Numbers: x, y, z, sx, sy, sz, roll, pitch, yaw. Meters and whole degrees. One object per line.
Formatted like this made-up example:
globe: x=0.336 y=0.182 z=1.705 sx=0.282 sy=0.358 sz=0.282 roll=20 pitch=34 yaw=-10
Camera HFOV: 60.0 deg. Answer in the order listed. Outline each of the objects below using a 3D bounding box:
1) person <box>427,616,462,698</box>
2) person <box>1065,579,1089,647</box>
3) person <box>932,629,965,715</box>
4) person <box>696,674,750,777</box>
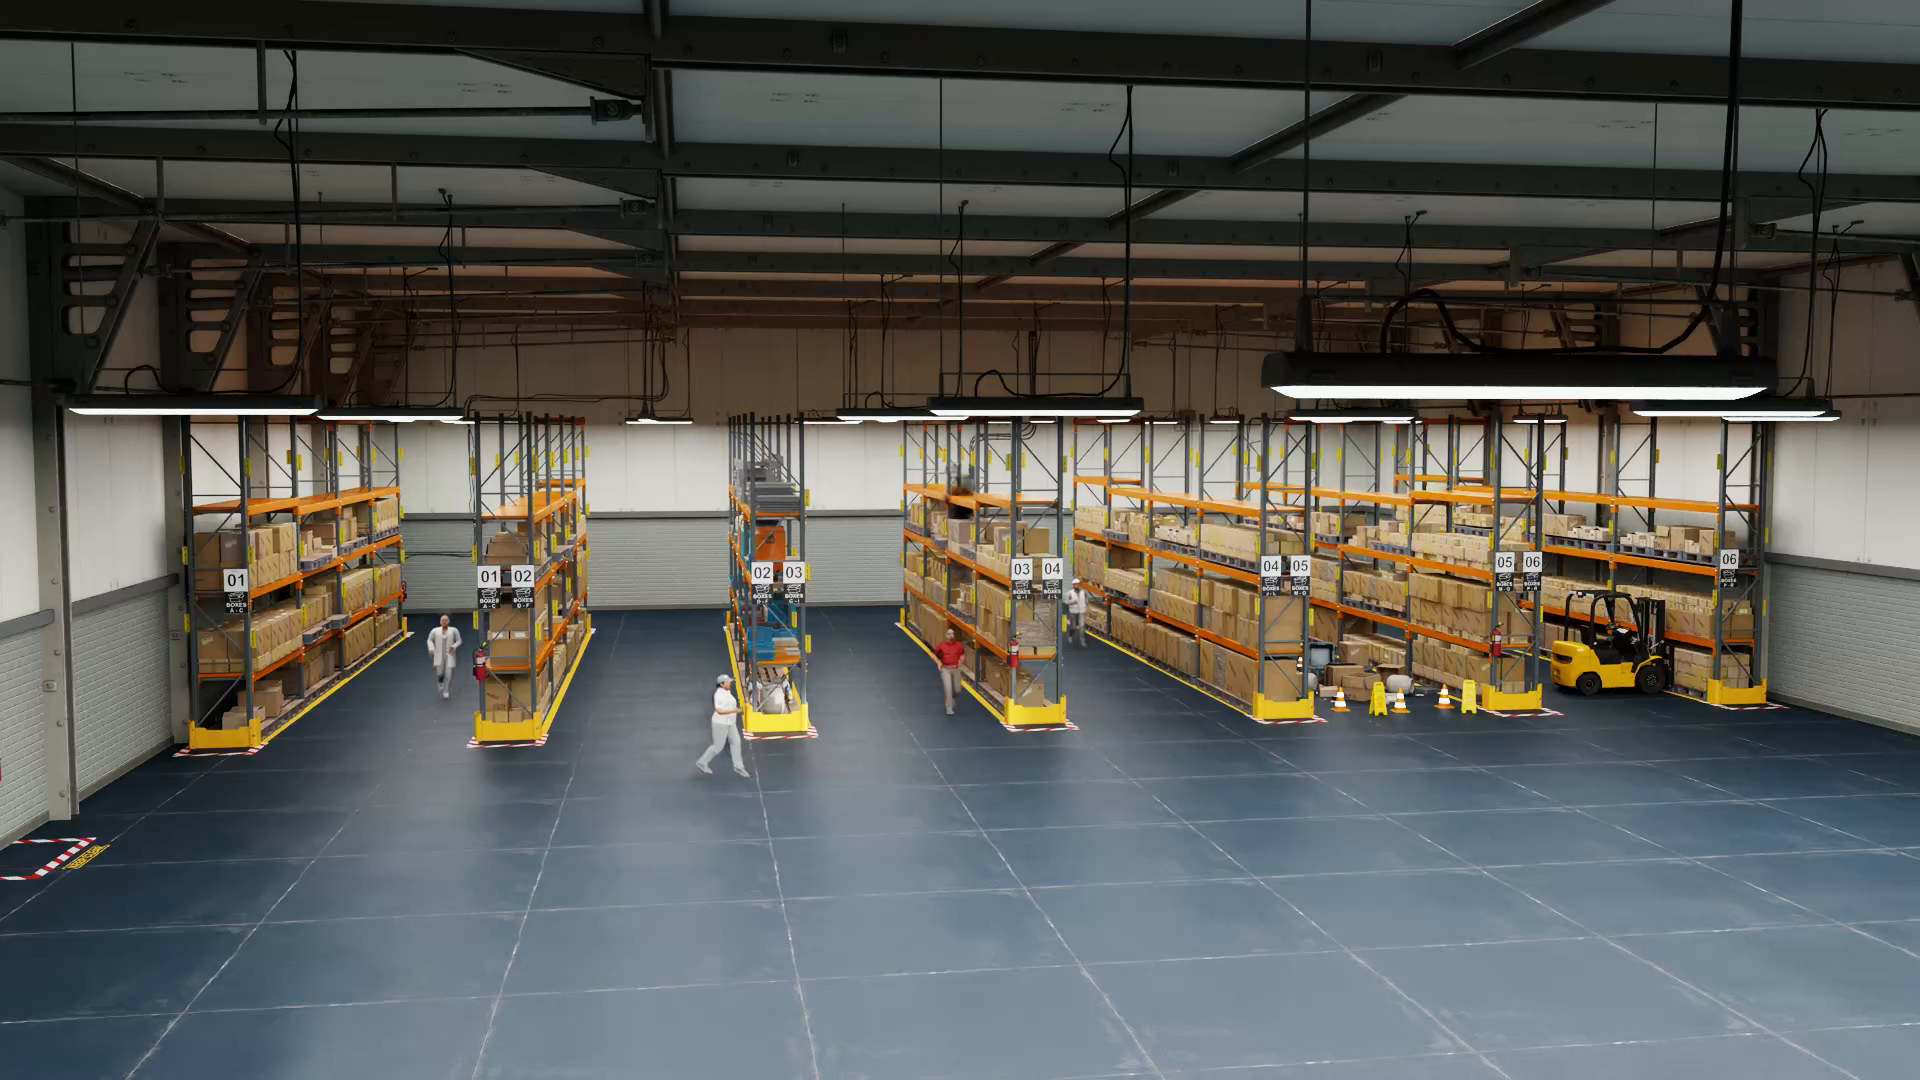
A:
person: x=-10.904 y=2.467 z=35.184 sx=0.707 sy=1.733 sz=0.632 roll=-1 pitch=4 yaw=-16
person: x=3.054 y=1.871 z=43.207 sx=0.666 sy=1.726 sz=1.066 roll=-1 pitch=4 yaw=-9
person: x=-0.209 y=2.619 z=33.263 sx=0.669 sy=1.678 sz=0.752 roll=-1 pitch=4 yaw=-12
person: x=-3.884 y=3.041 z=27.174 sx=0.878 sy=1.706 sz=0.599 roll=1 pitch=4 yaw=11
